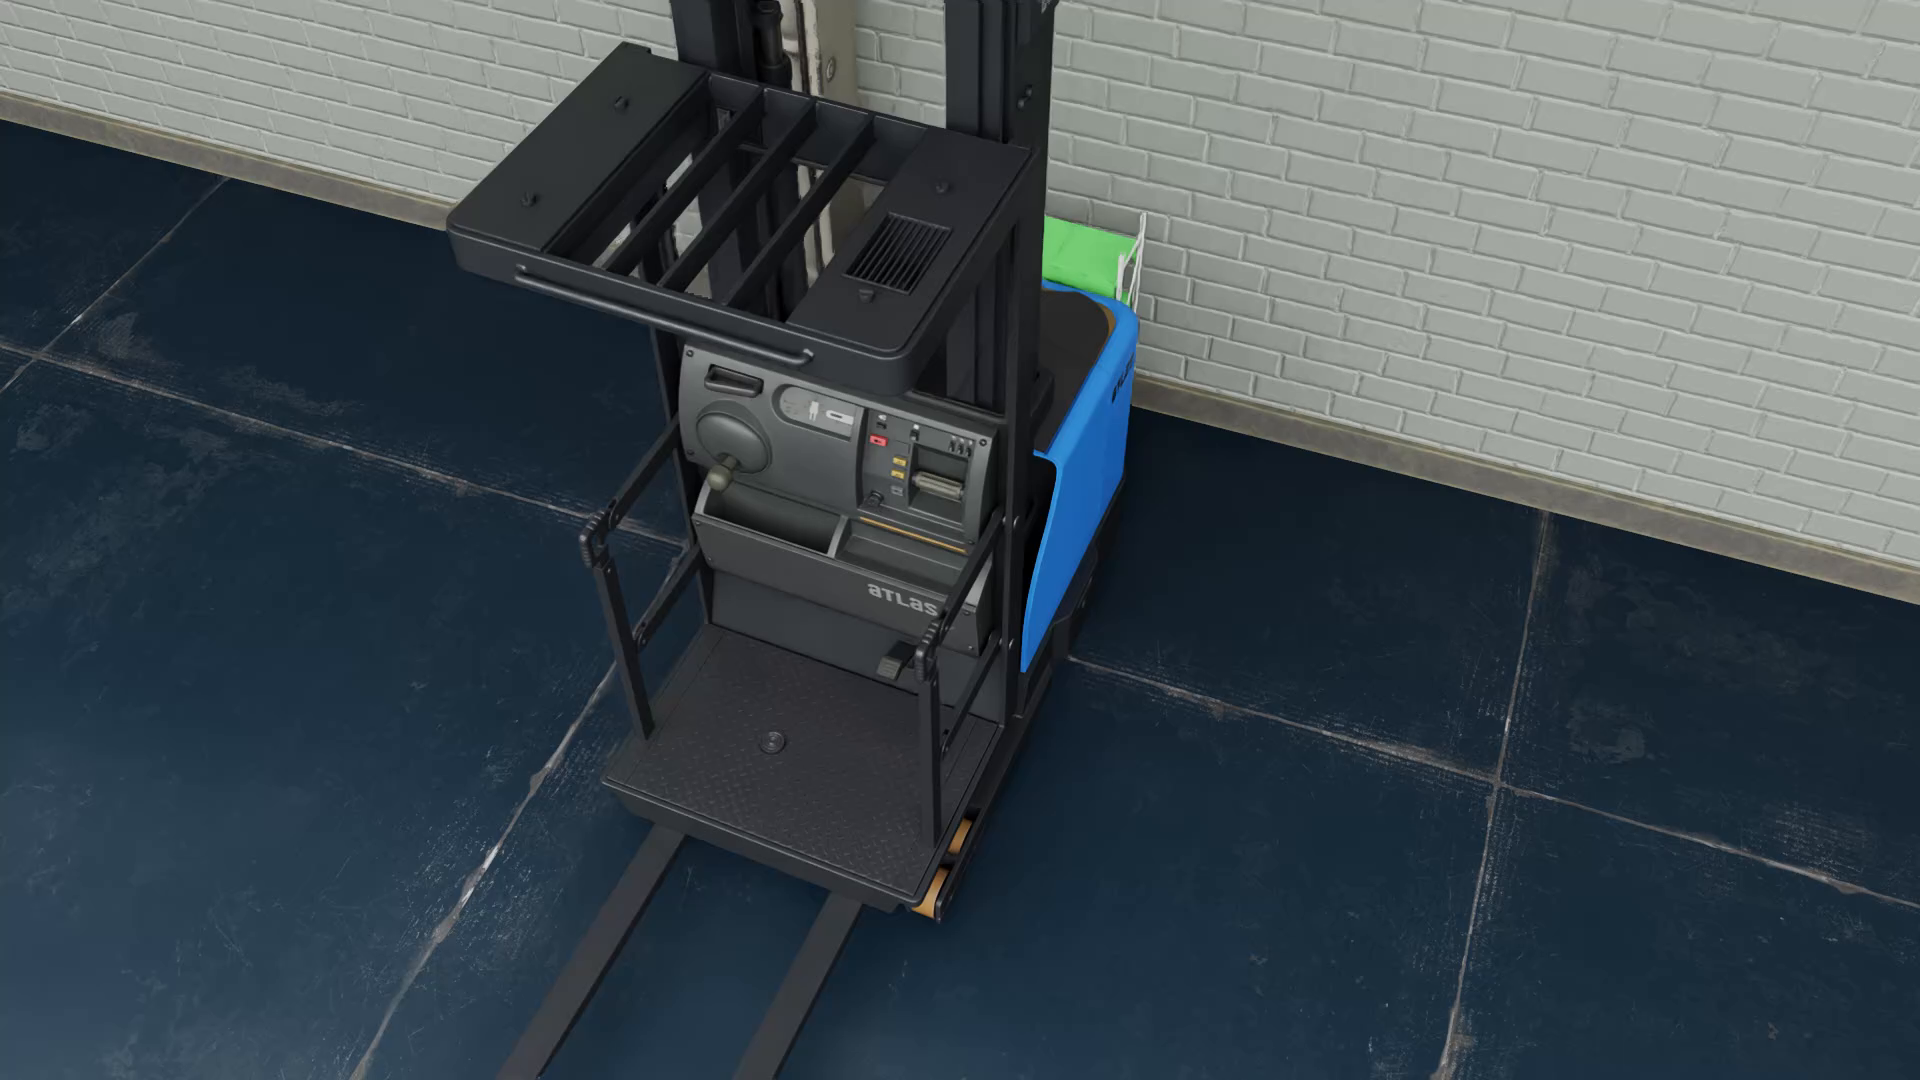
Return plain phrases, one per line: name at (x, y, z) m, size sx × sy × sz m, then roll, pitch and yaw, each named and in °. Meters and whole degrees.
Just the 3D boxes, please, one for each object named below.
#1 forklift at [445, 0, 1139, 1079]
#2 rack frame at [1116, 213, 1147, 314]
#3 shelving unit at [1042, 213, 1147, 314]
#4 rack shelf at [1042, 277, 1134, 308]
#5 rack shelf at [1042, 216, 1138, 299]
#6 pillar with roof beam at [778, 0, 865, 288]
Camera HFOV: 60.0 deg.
forklift at (-0.435, -0.154, 4.444) m, size 1.130 × 2.935 × 3.031 m, roll 18°, pitch 51°, yaw 15°
rack frame at (0.577, -0.628, 6.000) m, size 0.015 × 1.200 × 0.240 m, roll 18°, pitch 51°, yaw 15°
shelving unit at (0.353, -0.700, 6.062) m, size 0.503 × 1.200 × 0.258 m, roll 18°, pitch 51°, yaw 15°
rack shelf at (0.353, -0.815, 5.929) m, size 0.480 × 0.148 × 0.258 m, roll 18°, pitch 51°, yaw 15°
rack shelf at (0.353, -0.973, 5.748) m, size 0.480 × 0.148 × 0.258 m, roll 18°, pitch 51°, yaw 15°
pillar with roof beam at (-2.104, -0.710, 0.910) m, size 0.400 × 9.000 × 9.100 m, roll 16°, pitch 51°, yaw 13°
